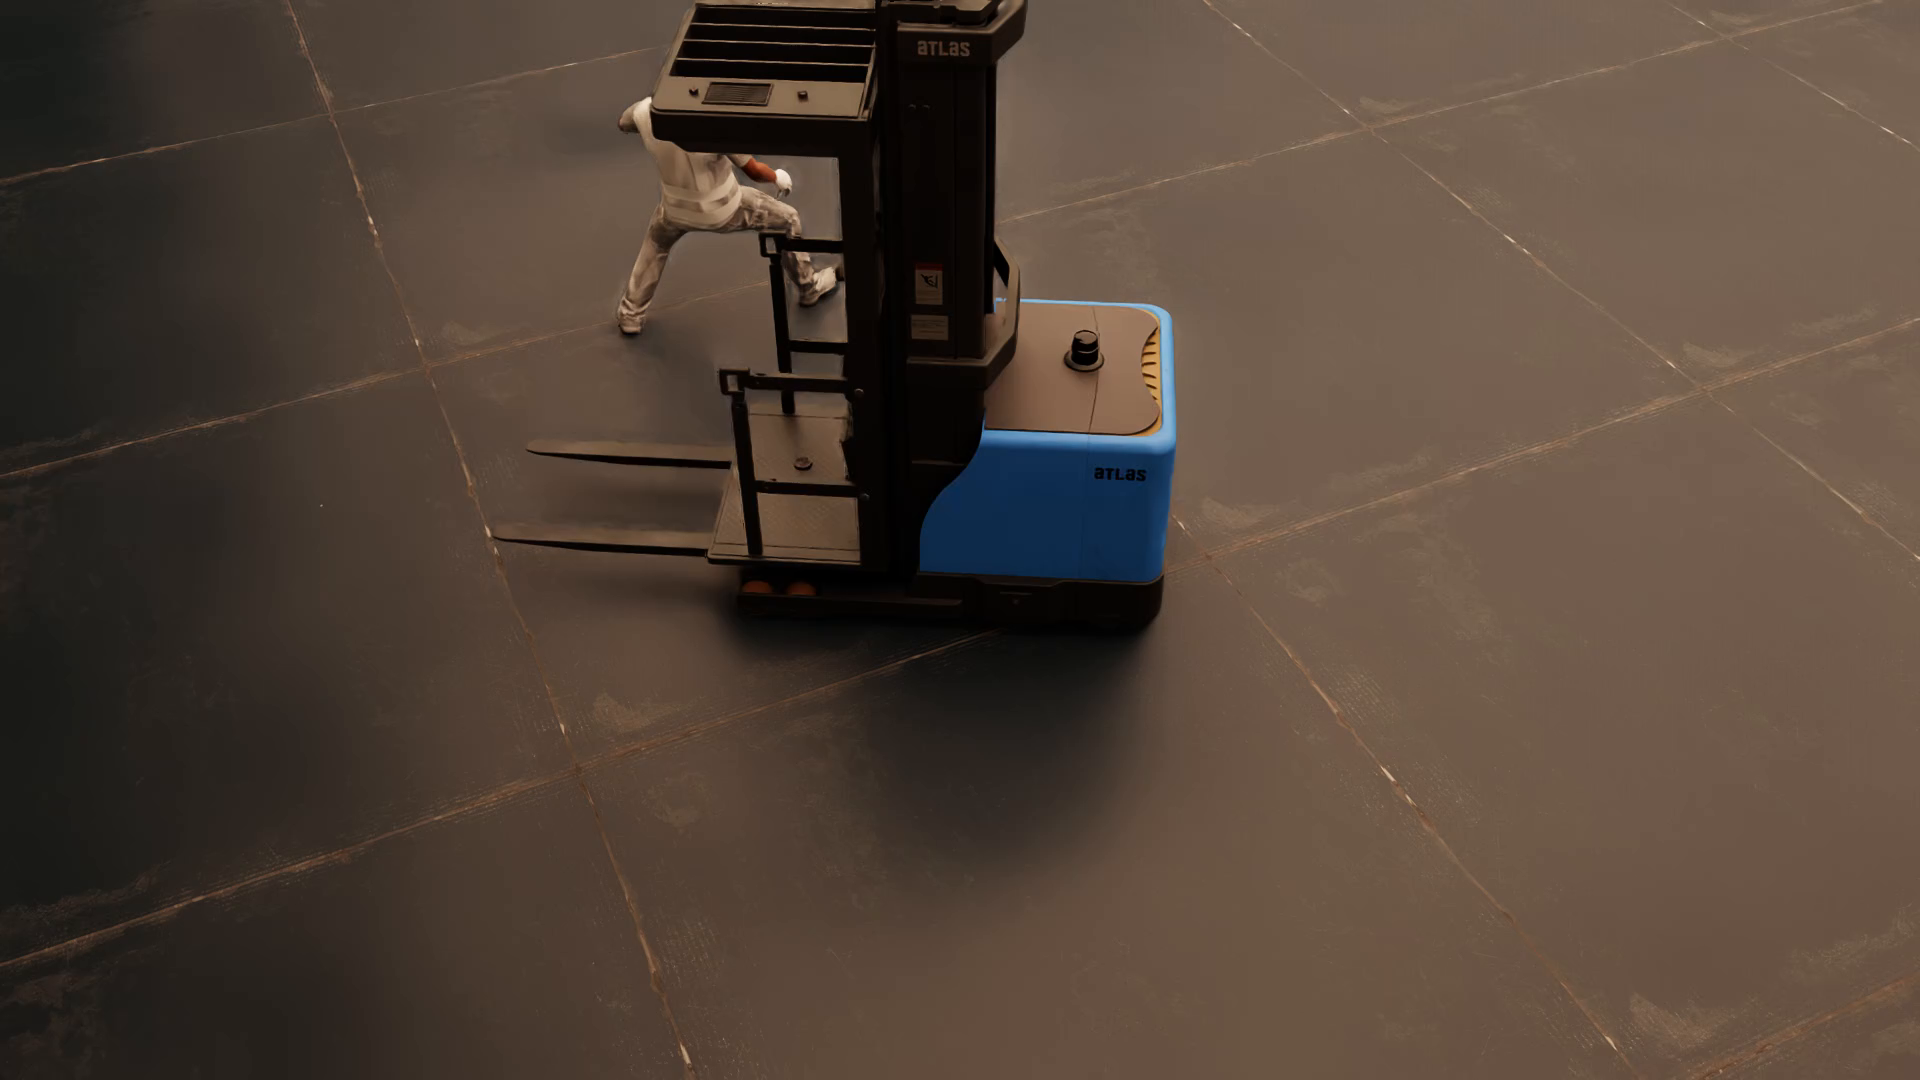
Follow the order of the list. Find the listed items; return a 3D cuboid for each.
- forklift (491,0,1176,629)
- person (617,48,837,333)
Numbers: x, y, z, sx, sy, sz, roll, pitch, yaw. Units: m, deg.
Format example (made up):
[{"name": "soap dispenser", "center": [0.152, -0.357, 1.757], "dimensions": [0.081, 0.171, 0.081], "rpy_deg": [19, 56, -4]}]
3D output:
[{"name": "forklift", "center": [-0.590, -1.078, 6.835], "dimensions": [3.031, 2.935, 1.130], "rpy_deg": [3, 43, 3]}, {"name": "person", "center": [-1.336, -1.870, 8.693], "dimensions": [1.051, 1.635, 0.952], "rpy_deg": [18, 46, 18]}]
